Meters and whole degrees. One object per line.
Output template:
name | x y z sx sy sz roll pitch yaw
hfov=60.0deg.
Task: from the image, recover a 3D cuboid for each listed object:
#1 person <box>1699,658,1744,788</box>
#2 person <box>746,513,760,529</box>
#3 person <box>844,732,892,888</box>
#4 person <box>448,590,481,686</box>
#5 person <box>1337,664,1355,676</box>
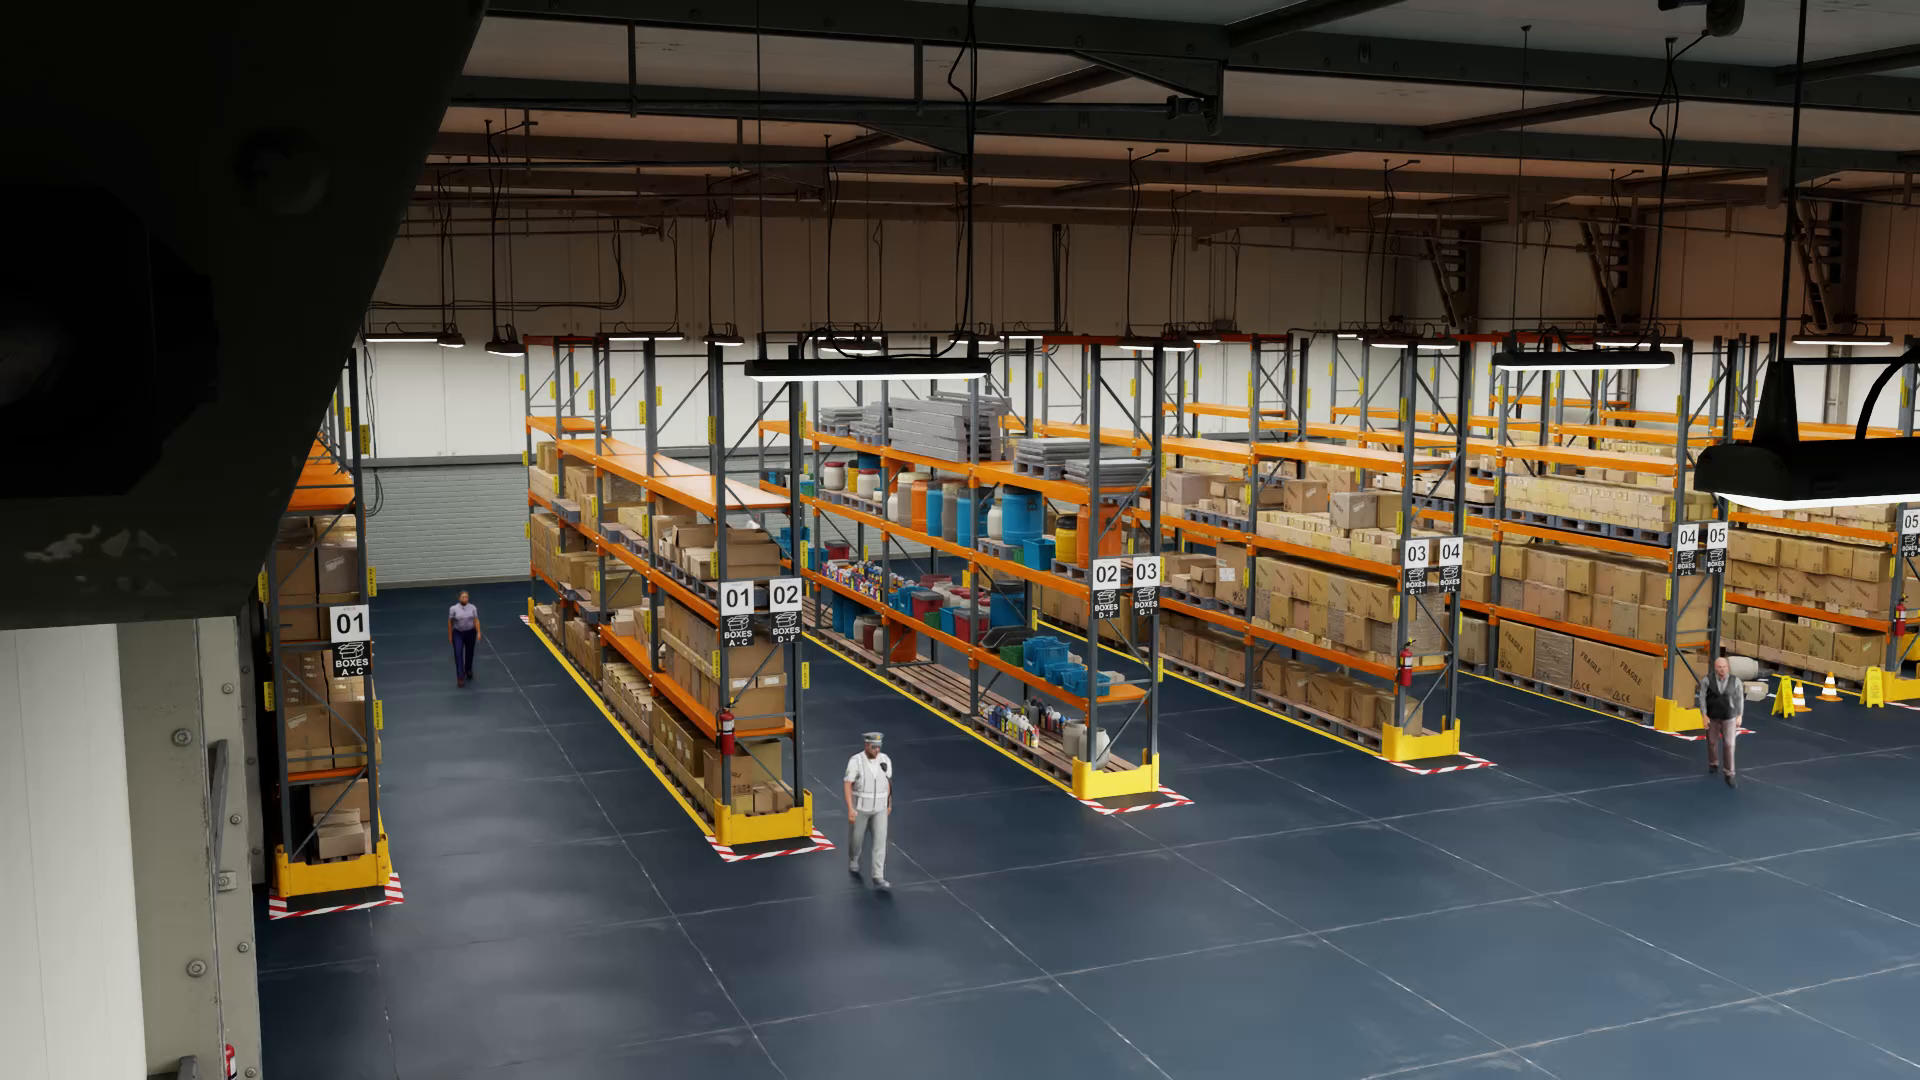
person | 10.444 2.452 22.838 0.562 1.699 0.863 4 9 28
person | -5.036 0.102 40.304 0.915 1.755 0.537 2 8 15
person | -0.995 3.016 18.695 0.630 1.709 0.993 -3 8 -24
person | -8.658 1.664 29.045 0.537 1.585 1.027 -3 8 -22
person | 6.578 1.741 28.491 0.501 1.651 0.608 -2 8 -13
